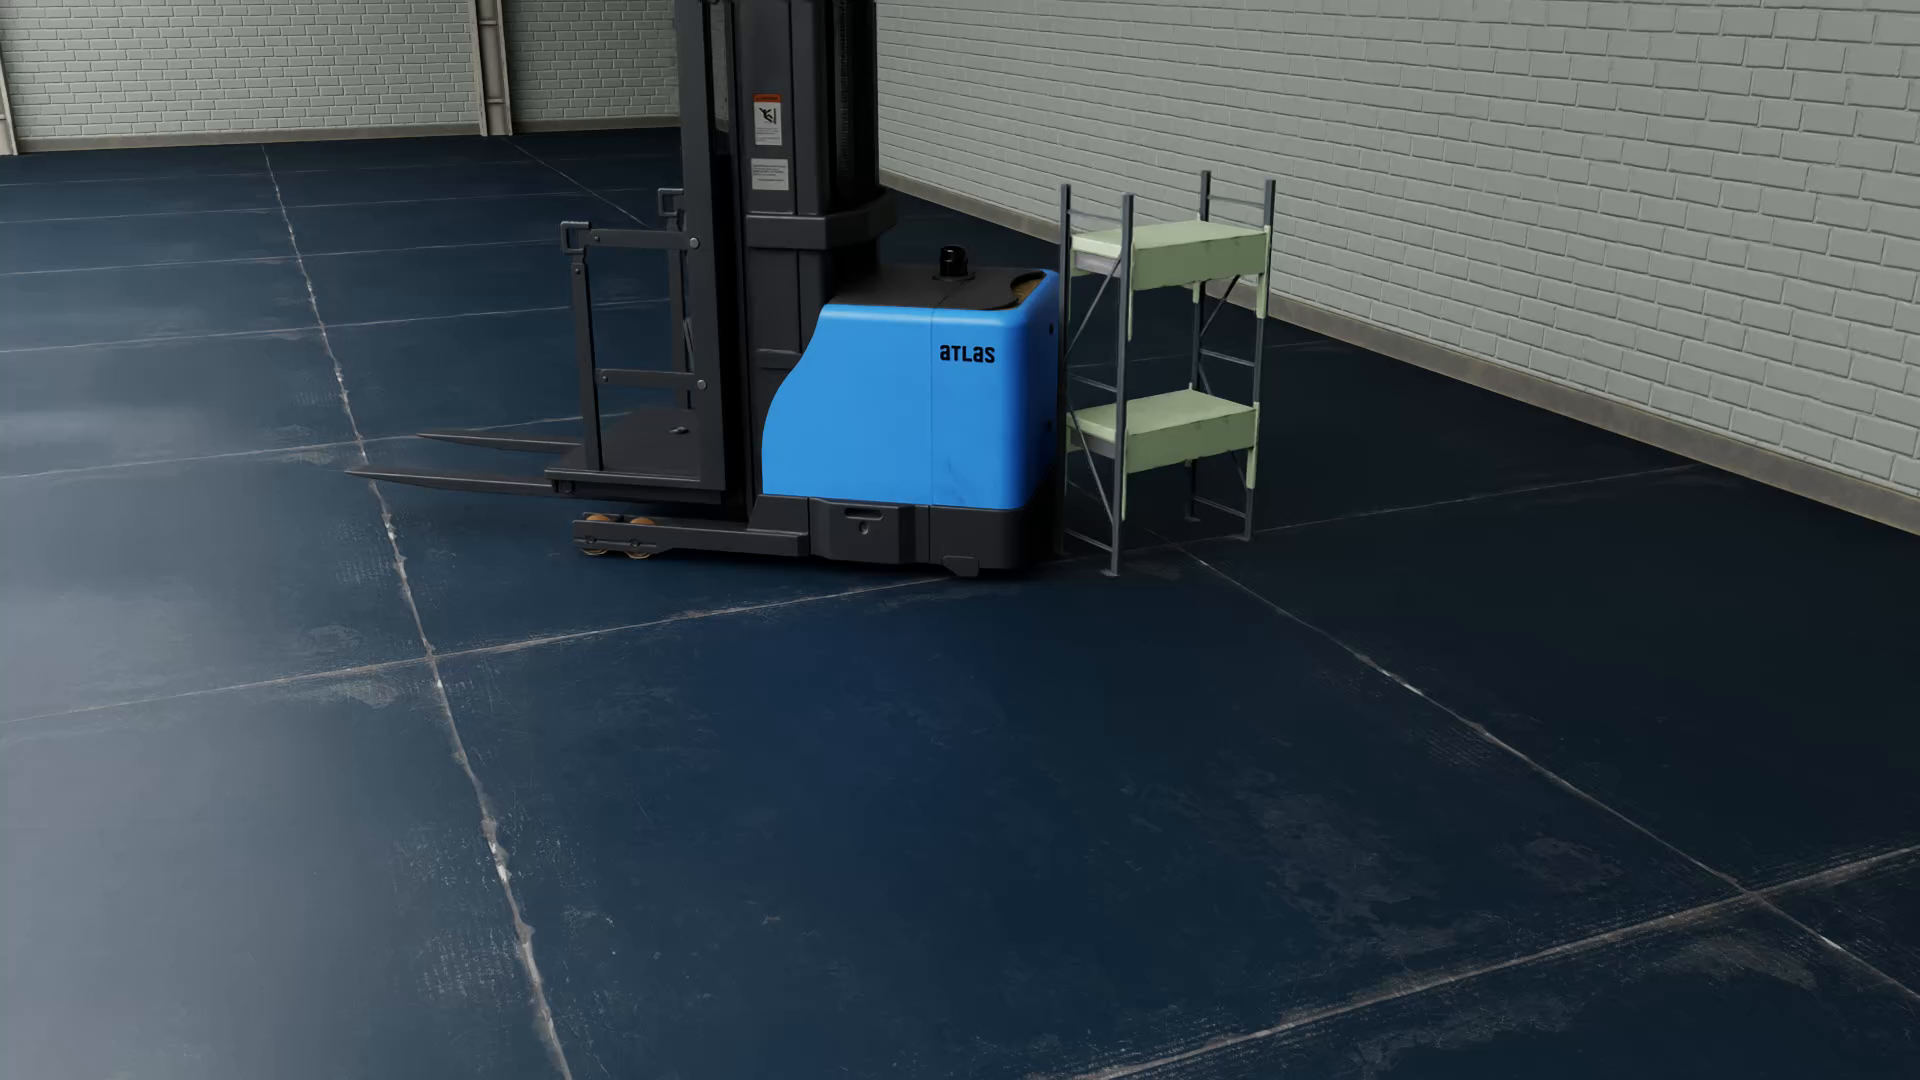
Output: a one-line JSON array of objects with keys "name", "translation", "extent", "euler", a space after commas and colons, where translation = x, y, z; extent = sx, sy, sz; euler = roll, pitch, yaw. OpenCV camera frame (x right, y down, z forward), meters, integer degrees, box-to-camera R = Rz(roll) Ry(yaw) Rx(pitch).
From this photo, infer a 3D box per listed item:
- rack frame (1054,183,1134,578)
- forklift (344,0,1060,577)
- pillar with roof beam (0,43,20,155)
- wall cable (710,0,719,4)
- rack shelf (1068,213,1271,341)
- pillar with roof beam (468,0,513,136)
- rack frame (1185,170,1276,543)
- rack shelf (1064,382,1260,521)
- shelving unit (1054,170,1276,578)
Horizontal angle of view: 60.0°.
[{"name": "rack frame", "translation": [0.514, -0.612, 6.502], "extent": [0.023, 1.500, 0.400], "euler": [-13, 23, -33]}, {"name": "forklift", "translation": [-1.117, -1.469, 6.782], "extent": [3.031, 2.935, 1.130], "euler": [4, 20, 11]}, {"name": "pillar with roof beam", "translation": [-10.168, -7.711, 15.371], "extent": [0.400, 9.000, 9.100], "euler": [-8, 21, -22]}, {"name": "wall cable", "translation": [-3.135, -8.332, 21.812], "extent": [0.112, 2.526, 3.097], "euler": [-8, 21, -22]}, {"name": "rack shelf", "translation": [0.813, -1.050, 6.571], "extent": [0.720, 0.370, 0.431], "euler": [-13, 23, -33]}, {"name": "pillar with roof beam", "translation": [-4.659, -8.500, 17.613], "extent": [0.400, 9.000, 9.100], "euler": [-8, 21, -22]}, {"name": "rack frame", "translation": [1.111, -0.752, 6.901], "extent": [0.023, 1.500, 0.400], "euler": [-13, 23, -33]}, {"name": "rack shelf", "translation": [0.813, -0.375, 6.809], "extent": [0.720, 0.370, 0.431], "euler": [-13, 23, -33]}, {"name": "shelving unit", "translation": [0.813, -0.682, 6.701], "extent": [0.755, 1.500, 0.431], "euler": [-13, 23, -33]}]
